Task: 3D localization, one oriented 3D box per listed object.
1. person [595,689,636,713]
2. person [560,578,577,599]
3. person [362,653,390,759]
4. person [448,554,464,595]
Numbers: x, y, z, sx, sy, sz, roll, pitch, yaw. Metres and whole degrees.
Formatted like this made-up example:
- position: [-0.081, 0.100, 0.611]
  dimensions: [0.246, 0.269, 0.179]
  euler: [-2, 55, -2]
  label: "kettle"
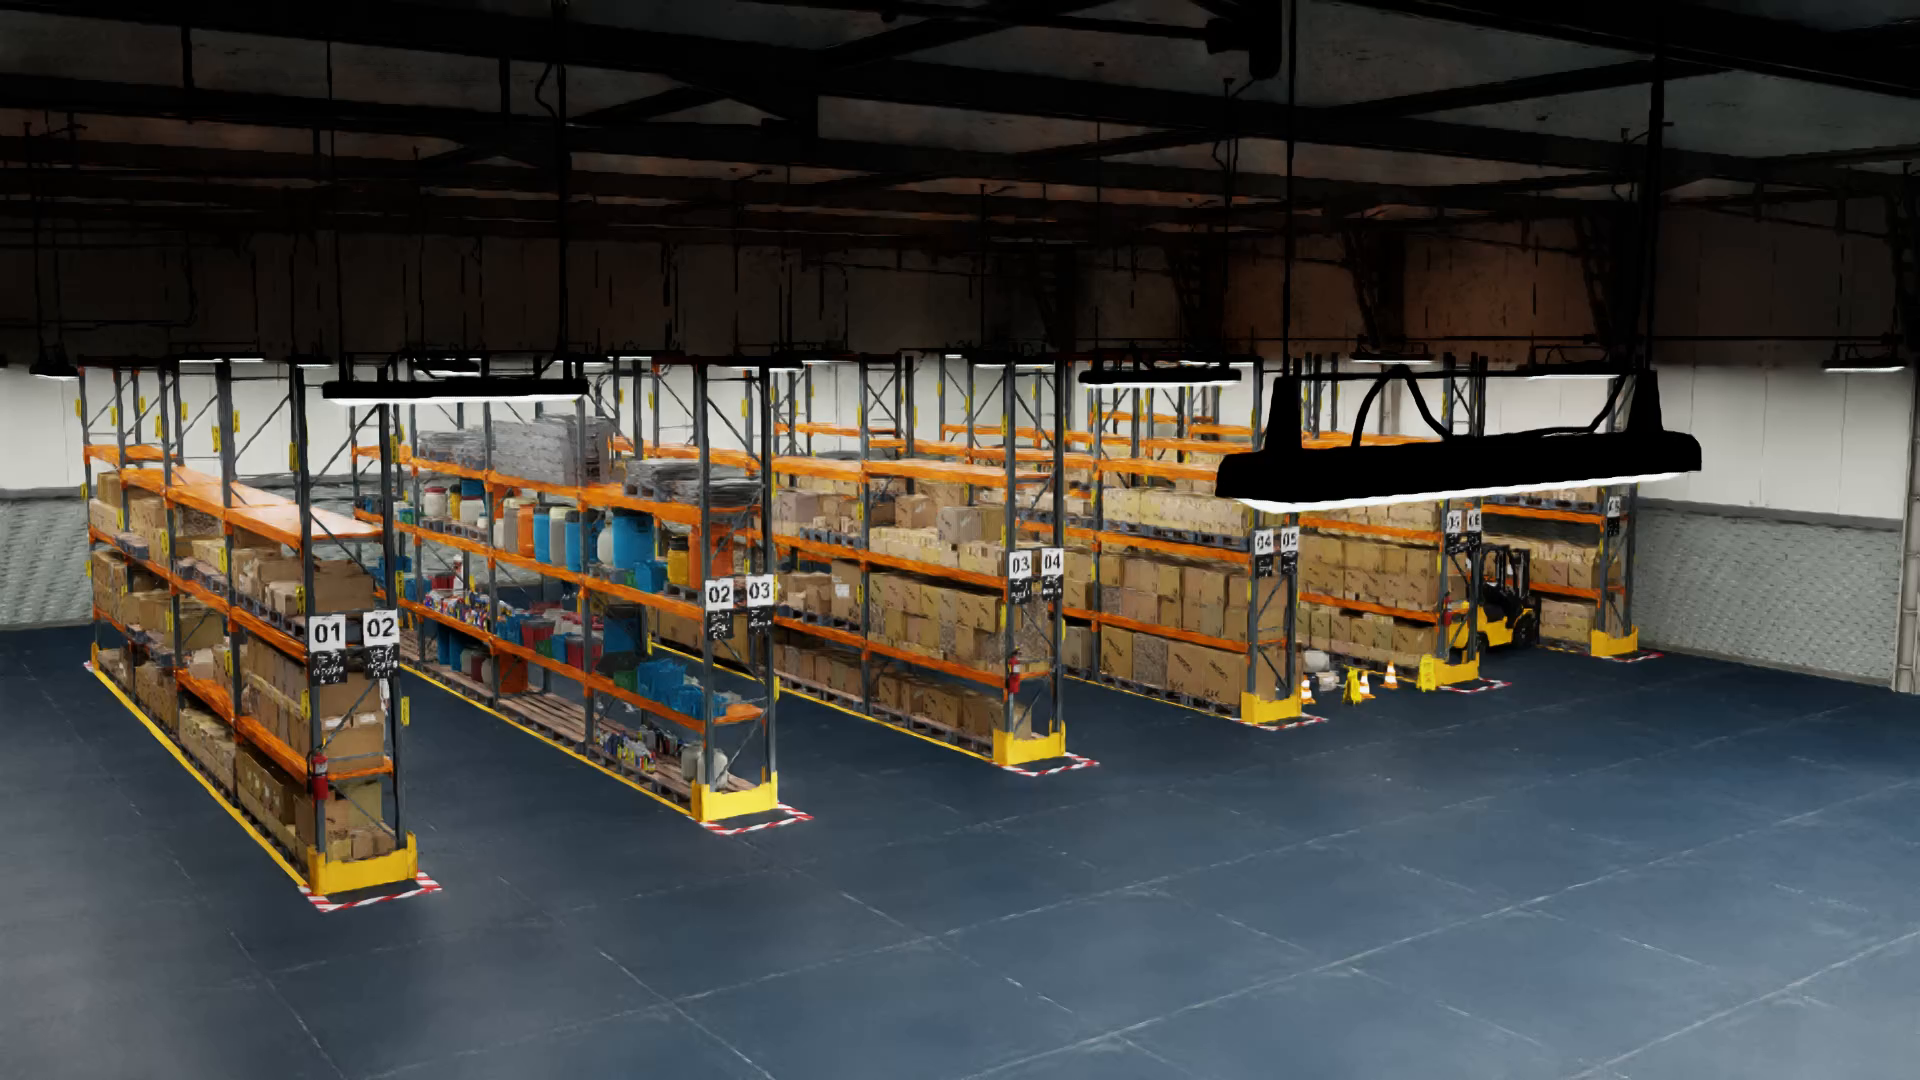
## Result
- position: [-5.884, 2.152, 28.129]
  dimensions: [0.402, 1.533, 0.955]
  euler: [-7, 9, -43]
  label: "person"
- position: [-9.585, 0.647, 40.331]
  dimensions: [0.550, 1.589, 0.397]
  euler: [3, 7, 22]
  label: "person"
- position: [-8.929, 2.539, 25.016]
  dimensions: [0.731, 1.551, 0.770]
  euler: [-7, 10, -43]
  label: "person"
- position: [-10.758, 1.150, 35.651]
  dimensions: [0.553, 1.709, 1.123]
  euler: [-5, 8, -33]
  label: "person"
